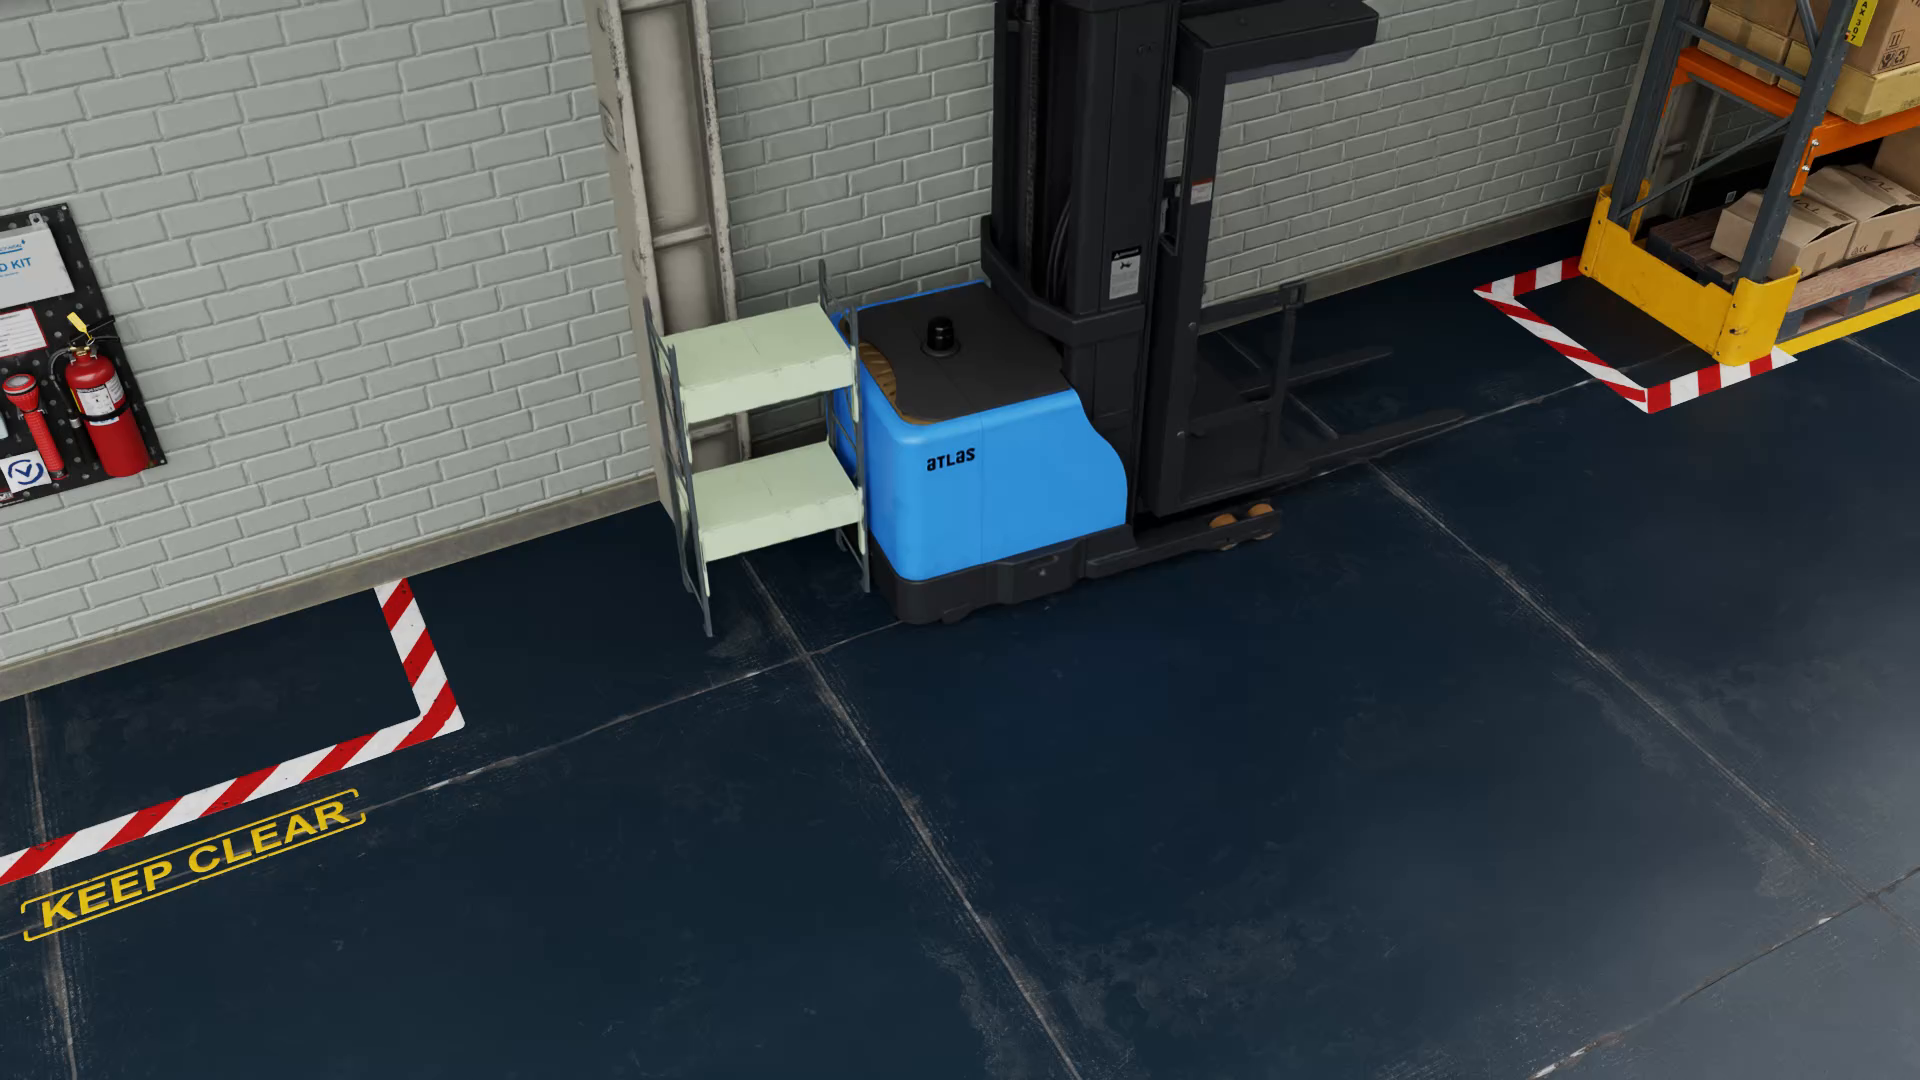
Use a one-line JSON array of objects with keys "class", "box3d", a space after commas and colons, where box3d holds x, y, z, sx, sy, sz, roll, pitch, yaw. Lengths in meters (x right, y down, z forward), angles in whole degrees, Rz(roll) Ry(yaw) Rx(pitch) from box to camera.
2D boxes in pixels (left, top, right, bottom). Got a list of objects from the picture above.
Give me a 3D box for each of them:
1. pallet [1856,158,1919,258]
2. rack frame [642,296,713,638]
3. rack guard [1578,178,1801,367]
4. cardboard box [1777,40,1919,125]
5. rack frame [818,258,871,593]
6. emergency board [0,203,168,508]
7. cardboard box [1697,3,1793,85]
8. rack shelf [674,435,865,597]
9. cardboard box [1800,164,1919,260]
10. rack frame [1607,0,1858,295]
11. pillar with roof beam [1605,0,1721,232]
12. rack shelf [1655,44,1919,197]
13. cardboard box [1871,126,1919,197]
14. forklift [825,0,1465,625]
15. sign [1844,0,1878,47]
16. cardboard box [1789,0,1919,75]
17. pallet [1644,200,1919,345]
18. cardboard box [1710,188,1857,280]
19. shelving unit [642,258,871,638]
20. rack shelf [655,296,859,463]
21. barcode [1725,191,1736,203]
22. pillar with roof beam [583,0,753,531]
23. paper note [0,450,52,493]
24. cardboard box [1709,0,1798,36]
[{"class": "pallet", "box3d": [5.779, -1.957, 9.887, 1.213, 0.211, 1.003, -19, 44, -21]}, {"class": "rack frame", "box3d": [-1.164, -0.268, 6.894, 0.023, 1.500, 0.400, -15, 43, -17]}, {"class": "rack guard", "box3d": [3.962, -1.483, 9.104, 0.348, 0.500, 1.175, -19, 44, -21]}, {"class": "cardboard box", "box3d": [4.474, -2.329, 8.269, 0.500, 0.250, 0.500, -20, 44, -22]}, {"class": "rack frame", "box3d": [-0.490, -0.454, 7.114, 0.023, 1.500, 0.400, -15, 43, -17]}, {"class": "emergency board", "box3d": [-3.415, -0.613, 6.141, 0.643, 1.169, 0.194, -19, 44, -21]}, {"class": "cardboard box", "box3d": [4.219, -2.615, 8.608, 0.500, 0.250, 0.500, -18, 43, -20]}, {"class": "rack shelf", "box3d": [-0.827, -0.112, 7.215, 0.720, 0.370, 0.431, -15, 43, -17]}, {"class": "cardboard box", "box3d": [5.055, -1.881, 9.380, 0.500, 0.311, 0.500, -15, 43, -17]}, {"class": "rack frame", "box3d": [3.894, -2.414, 8.270, 0.127, 3.000, 1.000, -19, 44, -21]}, {"class": "pillar with roof beam", "box3d": [6.104, -2.942, 4.249, 0.400, 9.000, 9.100, -19, 44, -21]}, {"class": "rack shelf", "box3d": [5.668, -2.737, 9.207, 4.000, 0.370, 1.077, -19, 44, -21]}, {"class": "cardboard box", "box3d": [5.729, -2.144, 9.544, 0.500, 0.500, 0.700, -21, 45, -23]}, {"class": "forklift", "box3d": [0.945, -1.372, 7.091, 3.031, 2.935, 1.130, -15, 43, -17]}, {"class": "sign", "box3d": [4.145, -2.434, 7.623, 0.005, 0.325, 0.100, -19, 44, -21]}, {"class": "cardboard box", "box3d": [4.457, -2.621, 8.034, 0.500, 0.500, 0.500, -19, 44, -21]}, {"class": "pallet", "box3d": [4.699, -1.595, 9.460, 1.213, 0.211, 1.003, -19, 44, -21]}, {"class": "cardboard box", "box3d": [4.549, -1.711, 9.179, 0.500, 0.311, 0.500, -24, 46, -25]}, {"class": "shelving unit", "box3d": [-0.827, -0.361, 7.004, 0.755, 1.500, 0.431, -15, 43, -17]}, {"class": "rack shelf", "box3d": [-0.827, -0.659, 6.752, 0.720, 0.370, 0.431, -15, 43, -17]}, {"class": "barcode", "box3d": [4.381, -1.949, 9.453, 0.075, 0.075, 0.001, -19, 44, -21]}, {"class": "pillar with roof beam", "box3d": [0.783, -1.151, 2.134, 0.400, 9.000, 9.100, -19, 44, -21]}, {"class": "paper note", "box3d": [-3.604, -0.263, 6.410, 0.142, 0.148, 0.016, -19, 44, -21]}, {"class": "cardboard box", "box3d": [4.214, -2.914, 8.379, 0.500, 0.500, 0.500, -19, 44, -21]}]
